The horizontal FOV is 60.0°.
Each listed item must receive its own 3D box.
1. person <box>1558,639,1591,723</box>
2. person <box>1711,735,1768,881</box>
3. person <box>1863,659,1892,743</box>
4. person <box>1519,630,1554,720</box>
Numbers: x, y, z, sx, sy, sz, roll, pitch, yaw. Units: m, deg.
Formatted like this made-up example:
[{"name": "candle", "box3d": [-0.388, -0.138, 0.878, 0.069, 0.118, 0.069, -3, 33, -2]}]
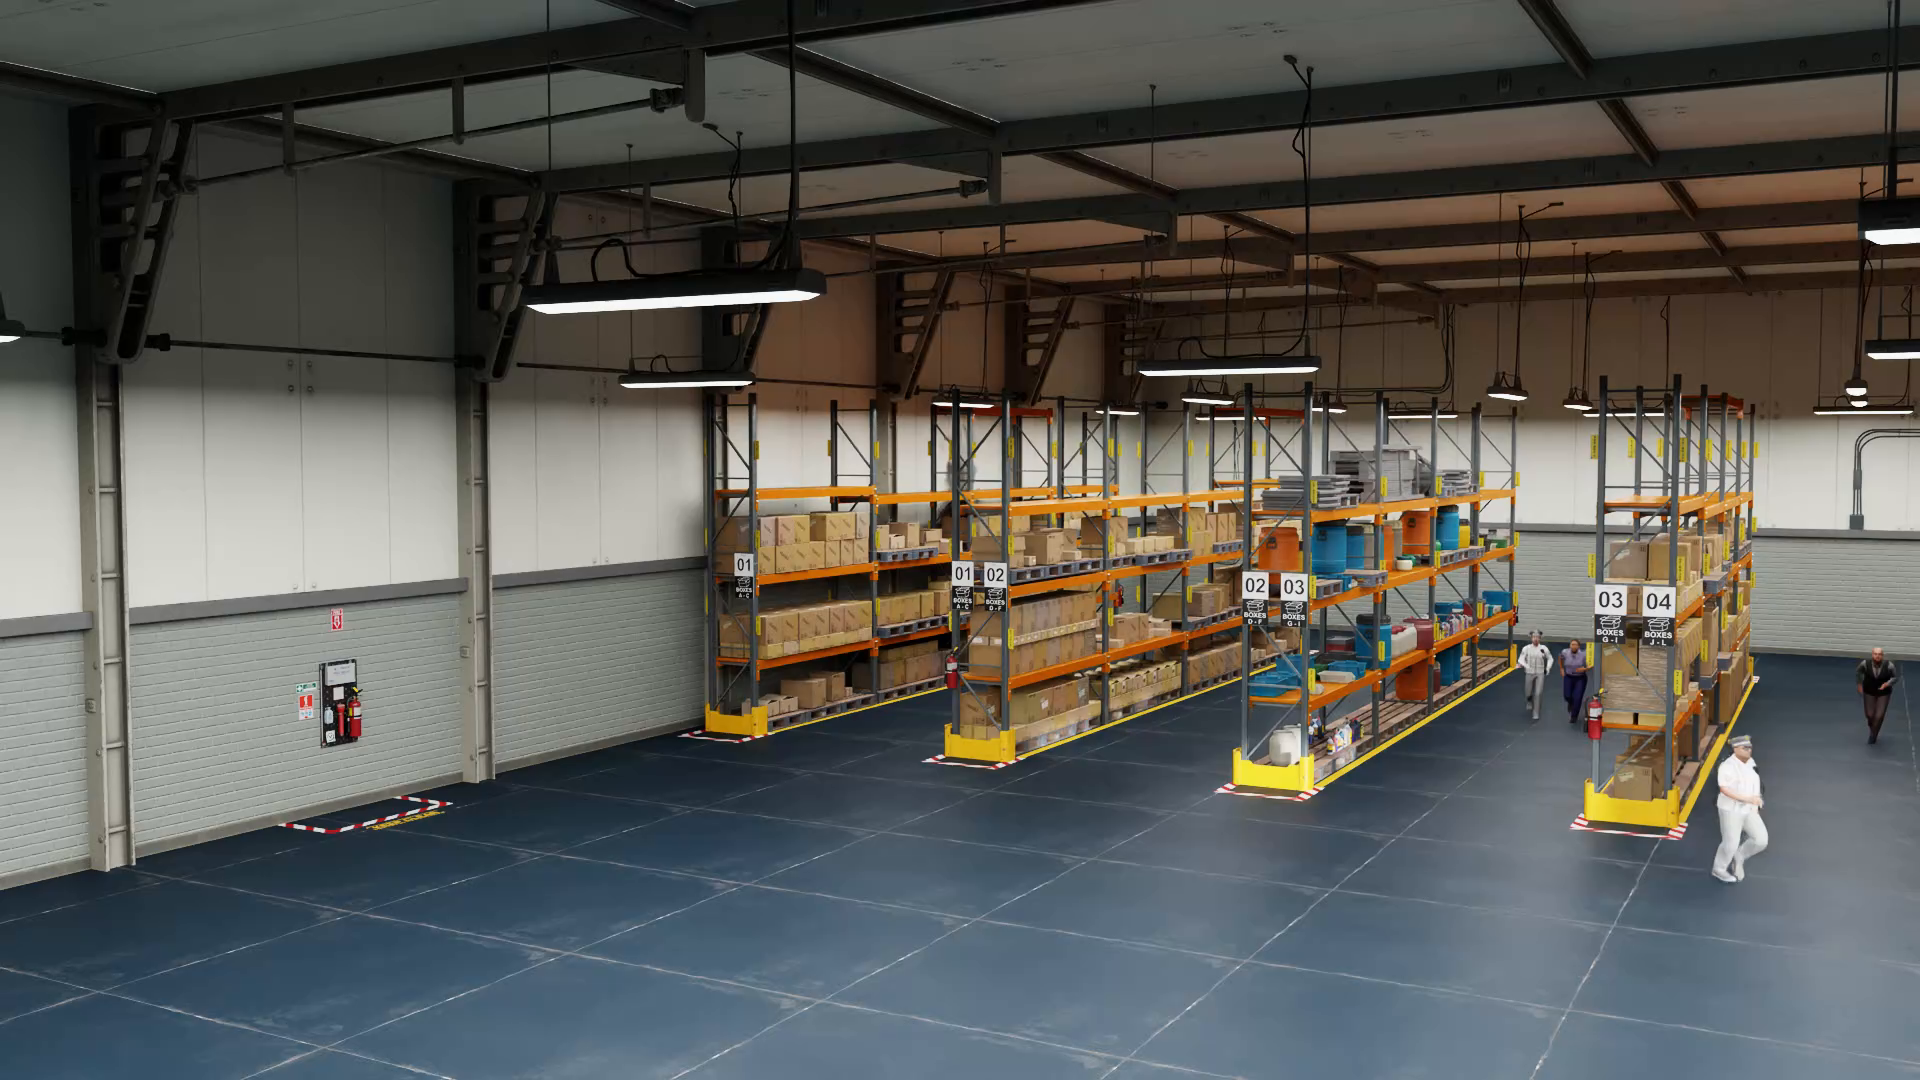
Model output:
[{"name": "person", "box3d": [14.005, 2.898, 24.633, 10.458, 1.577, 9.061, 1, 3, 24]}, {"name": "person", "box3d": [8.977, 3.087, 19.161, 0.453, 1.733, 0.620, -1, 3, -23]}, {"name": "person", "box3d": [15.735, 2.751, 28.538, 0.446, 1.459, 0.614, 2, 3, 27]}, {"name": "person", "box3d": [5.464, 1.558, 34.275, 12.772, 3.175, 3.412, 1, 3, 19]}]
